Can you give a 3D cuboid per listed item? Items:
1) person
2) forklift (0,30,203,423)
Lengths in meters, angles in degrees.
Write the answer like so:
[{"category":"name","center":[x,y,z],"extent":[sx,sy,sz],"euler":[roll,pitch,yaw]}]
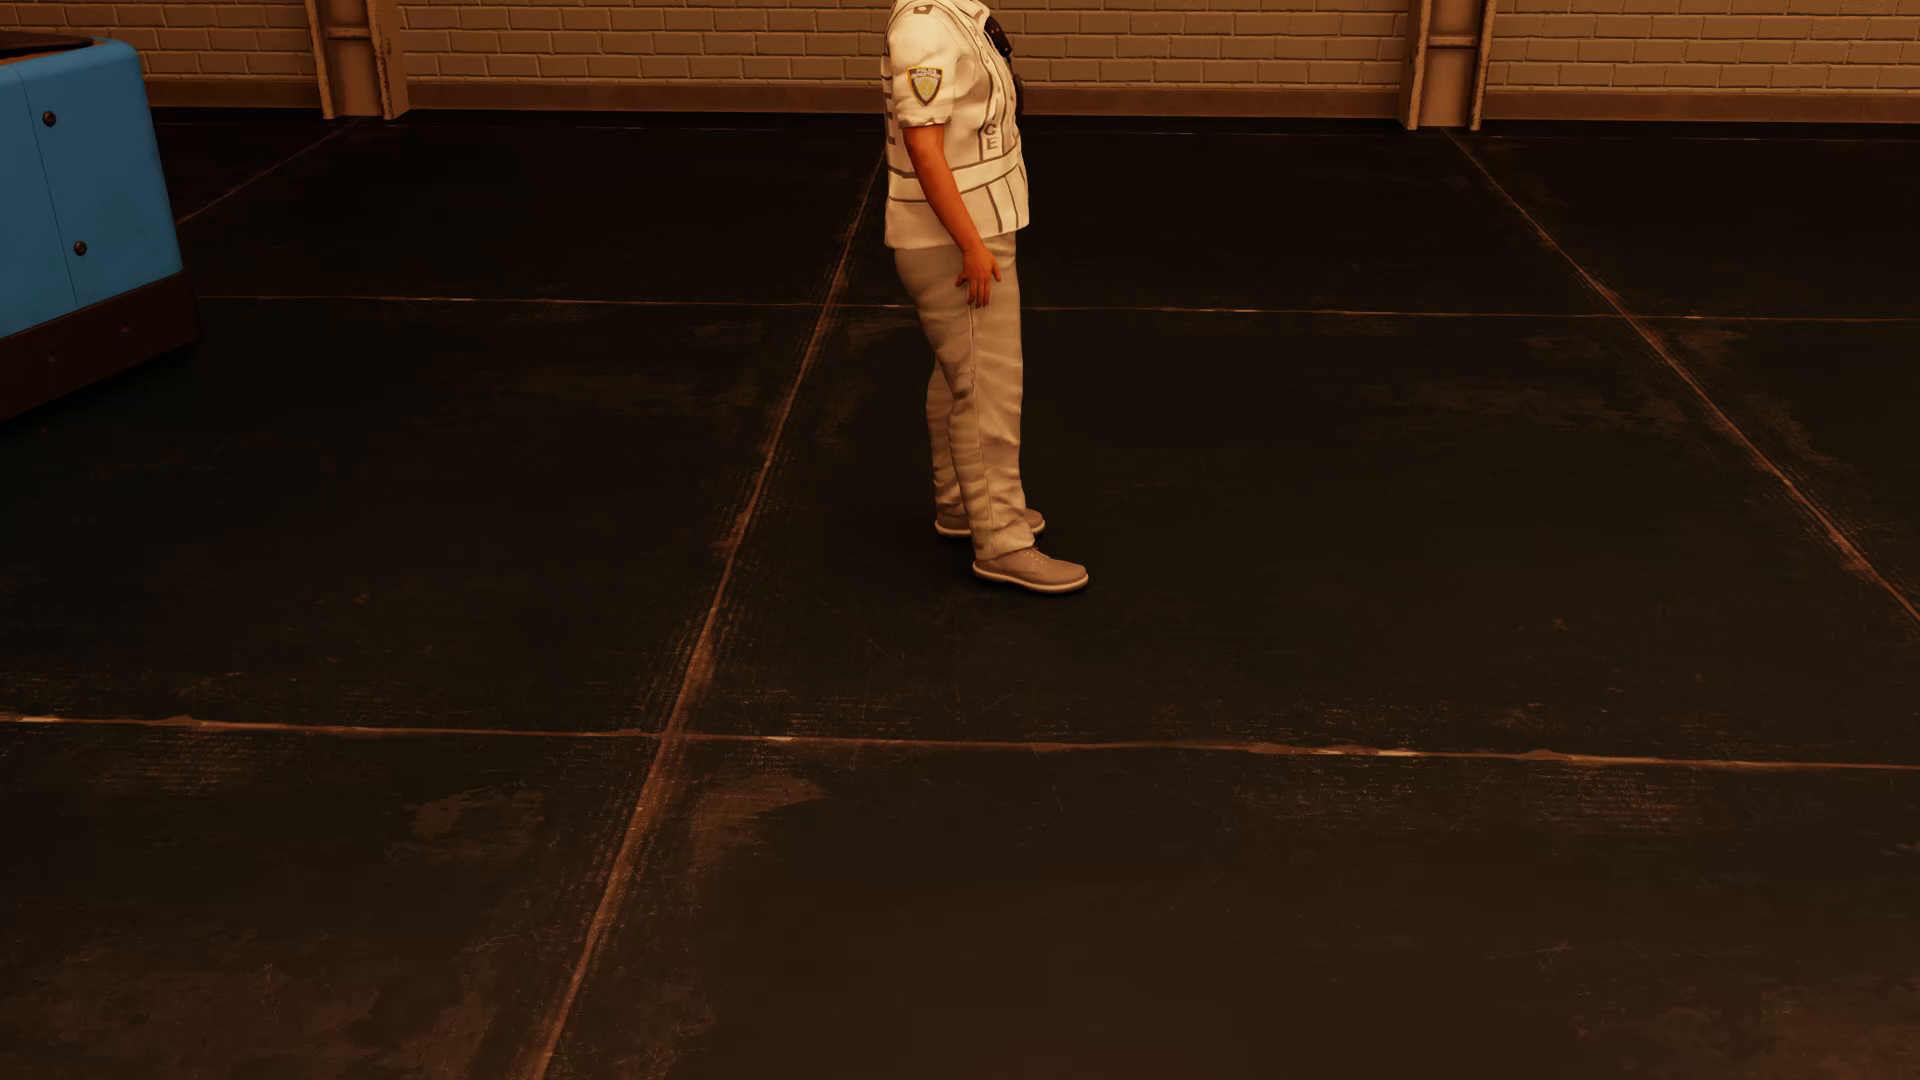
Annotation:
[{"category":"person","center":[0.075,-0.743,4.126],"extent":[0.529,1.670,0.598],"euler":[1,26,2]},{"category":"forklift","center":[-4.216,-2.003,5.269],"extent":[3.031,2.935,1.130],"euler":[9,28,18]}]
